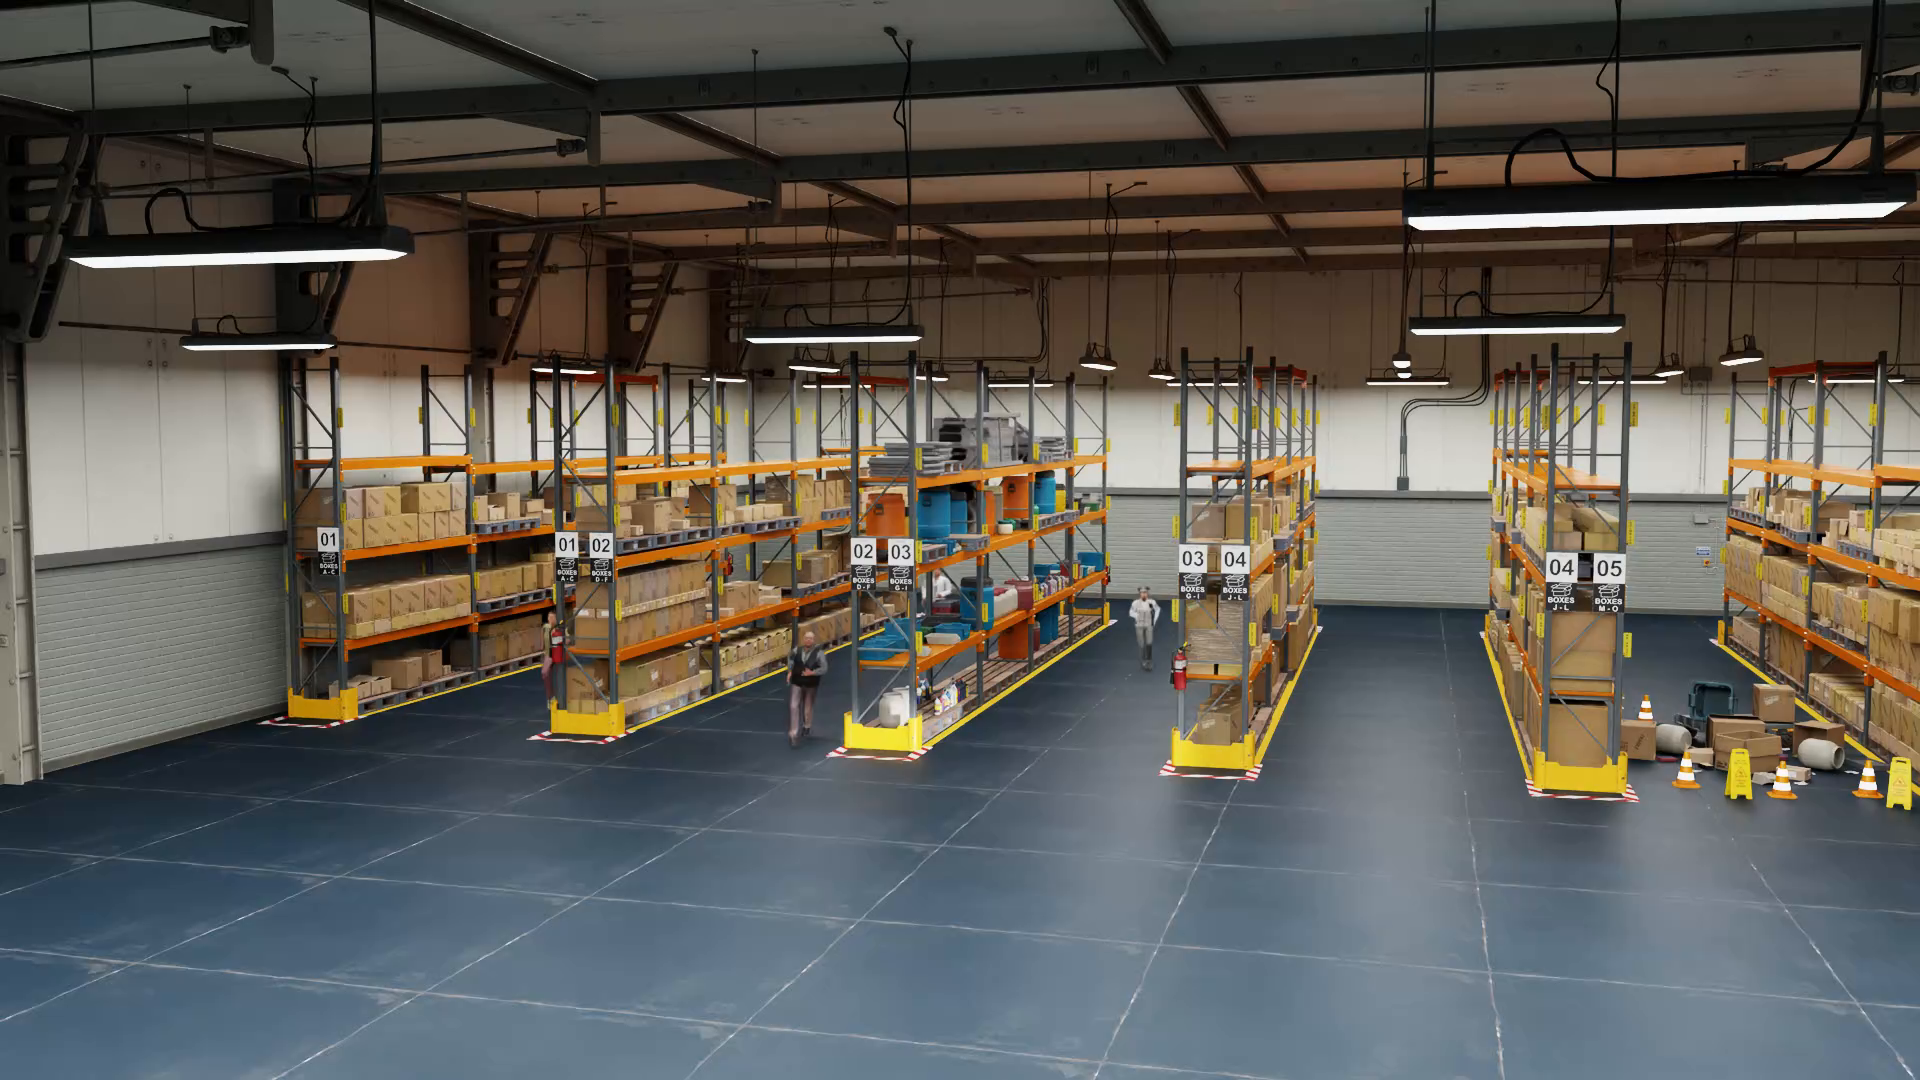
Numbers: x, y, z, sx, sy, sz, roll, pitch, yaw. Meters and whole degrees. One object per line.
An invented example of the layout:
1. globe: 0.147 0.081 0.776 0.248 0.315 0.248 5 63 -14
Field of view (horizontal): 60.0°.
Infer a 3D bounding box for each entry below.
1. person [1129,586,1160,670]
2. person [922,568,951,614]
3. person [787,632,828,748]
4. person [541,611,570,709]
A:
1. person: 3.663 1.738 33.054 0.599 1.684 0.713 1 4 9
2. person: -0.544 1.426 36.759 0.704 1.732 0.653 1 4 9
3. person: -2.356 2.281 25.613 0.664 1.758 0.870 0 4 3
4. person: -7.026 2.054 28.919 0.599 1.694 0.817 1 4 8
